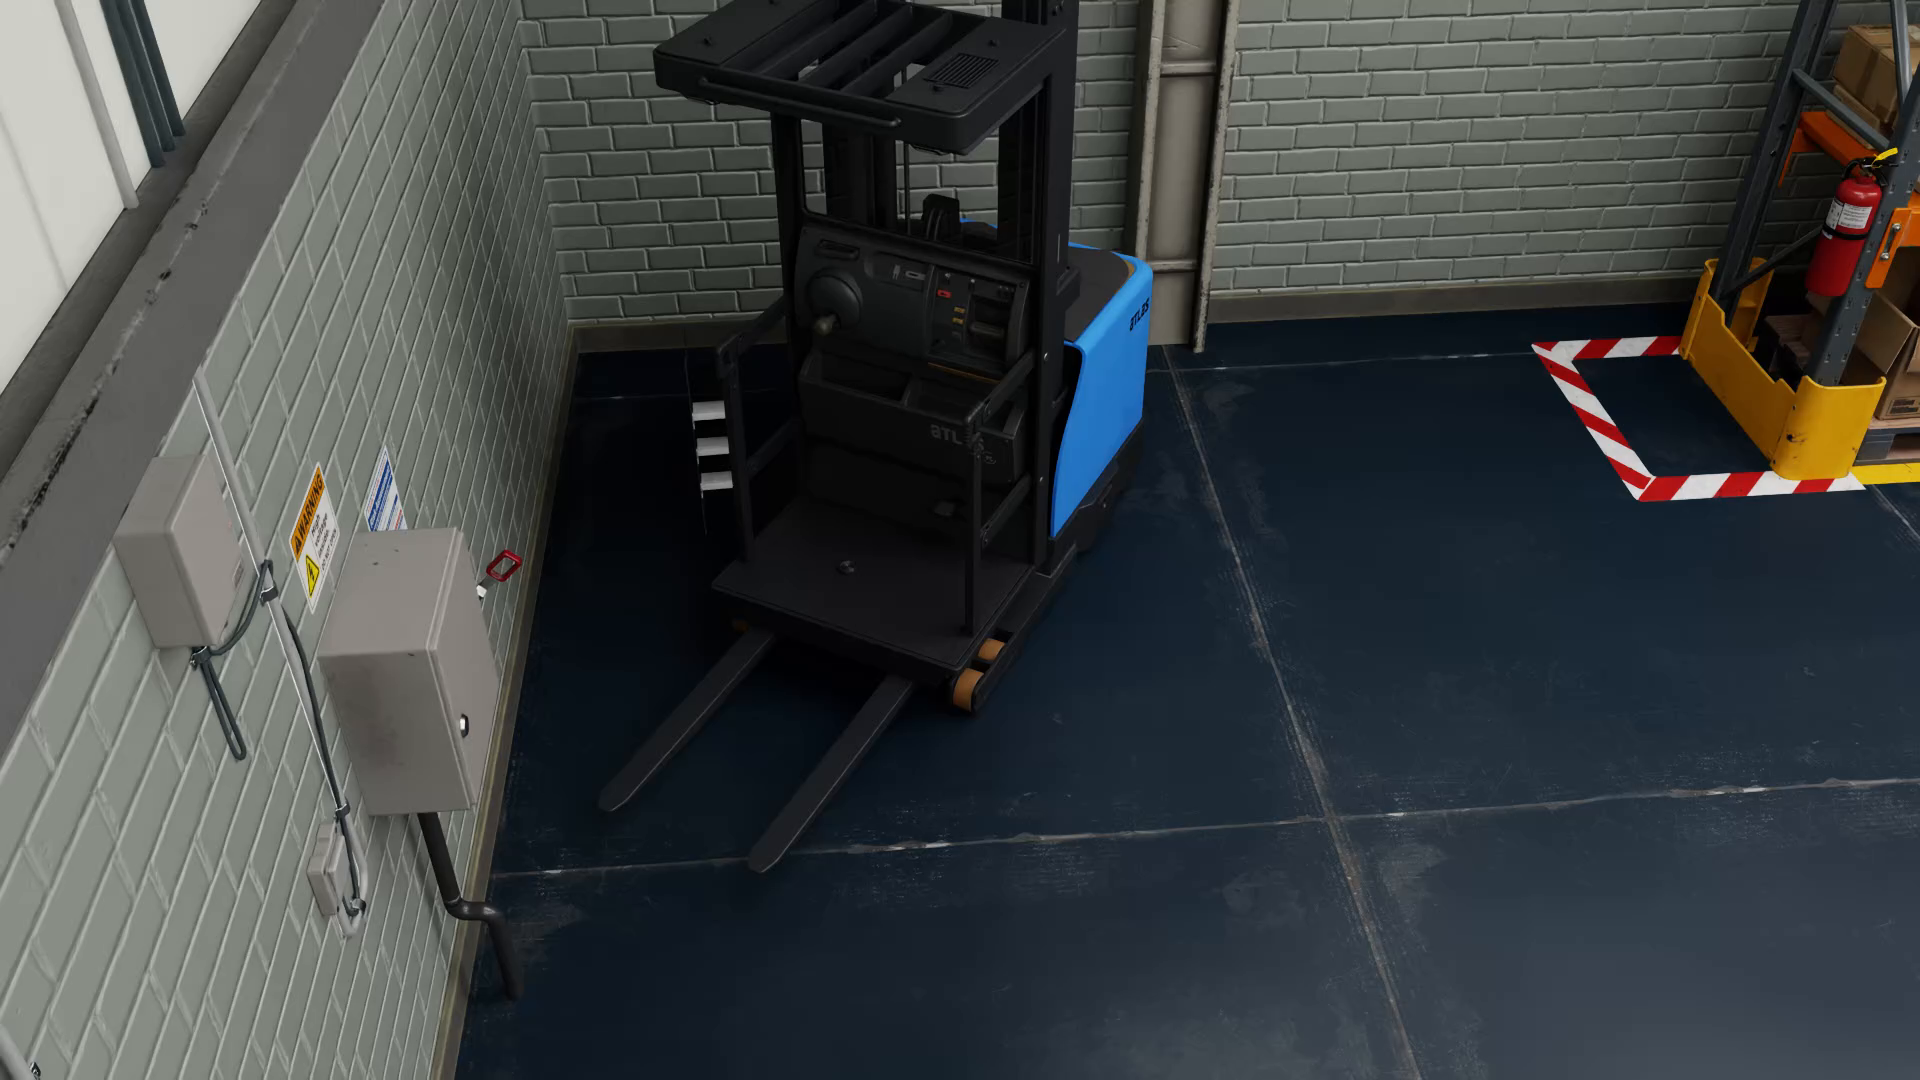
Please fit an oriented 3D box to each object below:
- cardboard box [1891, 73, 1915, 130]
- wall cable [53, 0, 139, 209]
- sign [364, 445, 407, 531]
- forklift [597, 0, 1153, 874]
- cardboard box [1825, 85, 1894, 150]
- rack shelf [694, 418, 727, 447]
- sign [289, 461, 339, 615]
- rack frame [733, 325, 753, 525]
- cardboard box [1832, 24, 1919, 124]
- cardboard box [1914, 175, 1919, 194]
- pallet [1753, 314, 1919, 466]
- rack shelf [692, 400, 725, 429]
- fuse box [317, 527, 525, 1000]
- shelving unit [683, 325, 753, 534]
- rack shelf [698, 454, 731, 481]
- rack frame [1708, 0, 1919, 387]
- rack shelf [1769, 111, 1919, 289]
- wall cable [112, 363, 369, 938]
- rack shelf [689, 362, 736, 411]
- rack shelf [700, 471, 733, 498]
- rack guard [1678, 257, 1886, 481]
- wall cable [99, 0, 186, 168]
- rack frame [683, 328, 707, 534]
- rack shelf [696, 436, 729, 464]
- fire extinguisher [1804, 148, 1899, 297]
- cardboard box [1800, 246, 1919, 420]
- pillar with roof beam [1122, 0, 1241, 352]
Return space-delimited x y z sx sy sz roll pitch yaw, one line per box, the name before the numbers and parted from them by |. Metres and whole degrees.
cardboard box | 4.272 -1.728 6.899 0.500 0.250 0.500 -3 38 -4
wall cable | -1.465 -1.082 1.357 0.029 3.000 2.355 -3 38 -4
sign | -1.666 0.015 4.886 0.001 0.494 0.329 -3 38 -4
forklift | -0.279 -0.805 5.904 1.130 2.935 3.031 17 41 21
cardboard box | 4.103 -1.896 7.435 0.250 0.149 0.380 -4 38 -4
rack shelf | -1.029 -0.507 7.075 0.200 0.077 0.258 -5 39 -6
sign | -1.617 -0.008 4.172 0.001 0.242 0.339 -3 38 -4
rack frame | -0.929 -0.472 7.121 0.006 0.900 0.240 -5 39 -6
cardboard box | 4.231 -2.058 7.318 0.500 0.250 0.500 -2 38 -3
cardboard box | 4.148 -1.561 7.010 0.250 0.149 0.380 -3 38 -4
pallet | 4.666 -0.765 8.049 1.213 0.211 1.003 -3 38 -4
rack shelf | -1.029 -0.578 7.019 0.200 0.077 0.258 -5 39 -6
fuse box | -1.416 0.777 4.884 0.414 1.711 0.539 -3 38 -4
shelving unit | -1.029 -0.463 7.110 0.210 0.900 0.258 -5 39 -6
rack shelf | -1.029 -0.366 7.186 0.200 0.077 0.258 -5 39 -6
rack frame | 3.796 -1.811 7.124 0.127 3.000 1.000 -3 38 -4
rack shelf | 5.788 -1.638 7.486 4.000 0.370 1.077 -3 38 -4
wall cable | -1.512 0.302 3.626 0.122 1.984 0.588 -3 38 -4
rack shelf | -1.029 -0.648 6.963 0.200 0.077 0.258 -5 39 -6
rack shelf | -1.029 -0.295 7.242 0.200 0.077 0.258 -5 39 -6
rack guard | 3.872 -0.834 7.903 0.348 0.500 1.175 -3 38 -4
wall cable | -1.674 -2.818 3.526 0.133 3.039 2.988 -3 38 -4
rack frame | -1.130 -0.454 7.098 0.006 0.900 0.240 -5 39 -6
rack shelf | -1.029 -0.436 7.130 0.200 0.077 0.258 -5 39 -6
fire extinguisher | 3.691 -1.341 6.892 0.183 0.674 0.296 -3 38 -4
cardboard box | 4.414 -0.971 7.735 0.637 0.503 0.797 -5 39 -6
pillar with roof beam | 1.412 -1.918 2.416 0.400 9.000 9.100 -3 38 -4
